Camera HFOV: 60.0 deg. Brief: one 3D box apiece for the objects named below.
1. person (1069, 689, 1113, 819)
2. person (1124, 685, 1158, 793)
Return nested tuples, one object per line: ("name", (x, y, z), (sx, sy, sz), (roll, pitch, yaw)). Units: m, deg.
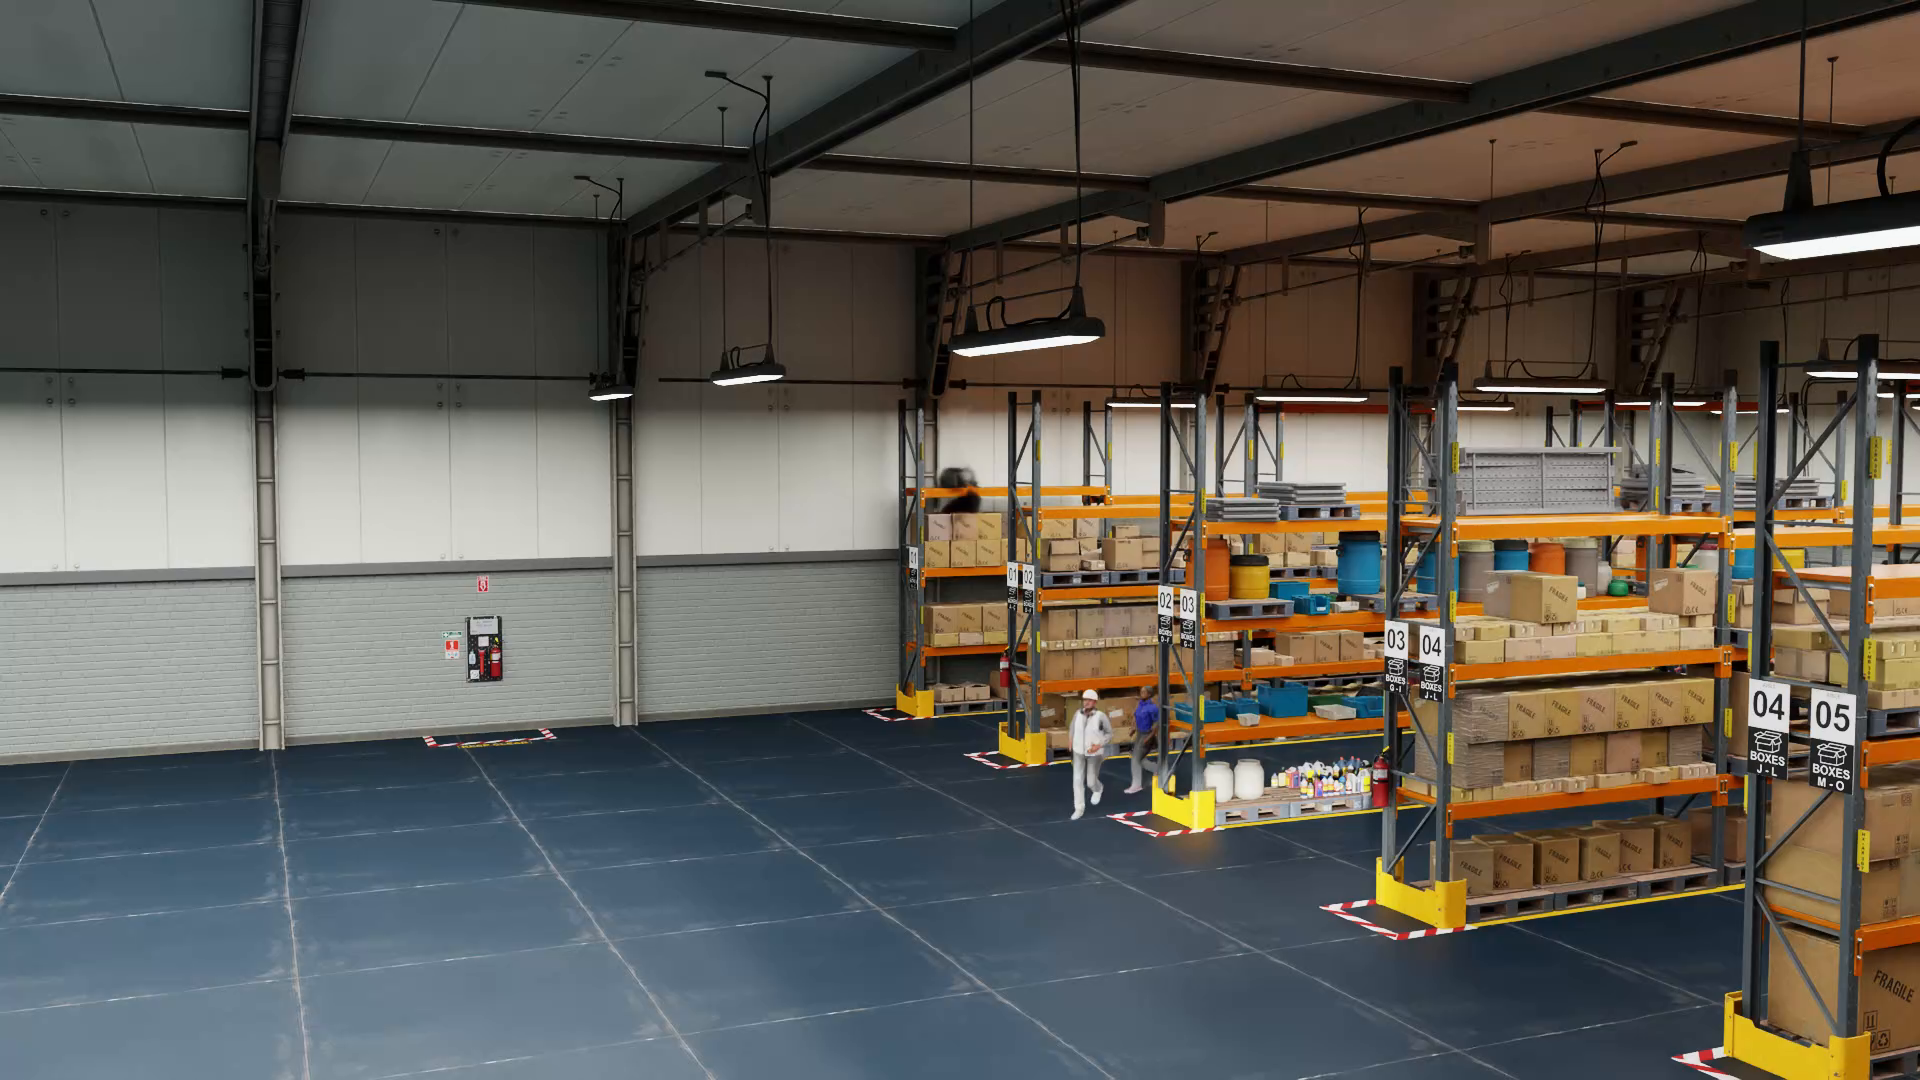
("person", (1.817, 2.948, 23.114), (0.682, 1.773, 0.848), (1, 4, 24))
("person", (2.793, 2.981, 24.554), (0.659, 1.535, 0.602), (-1, 4, -23))
